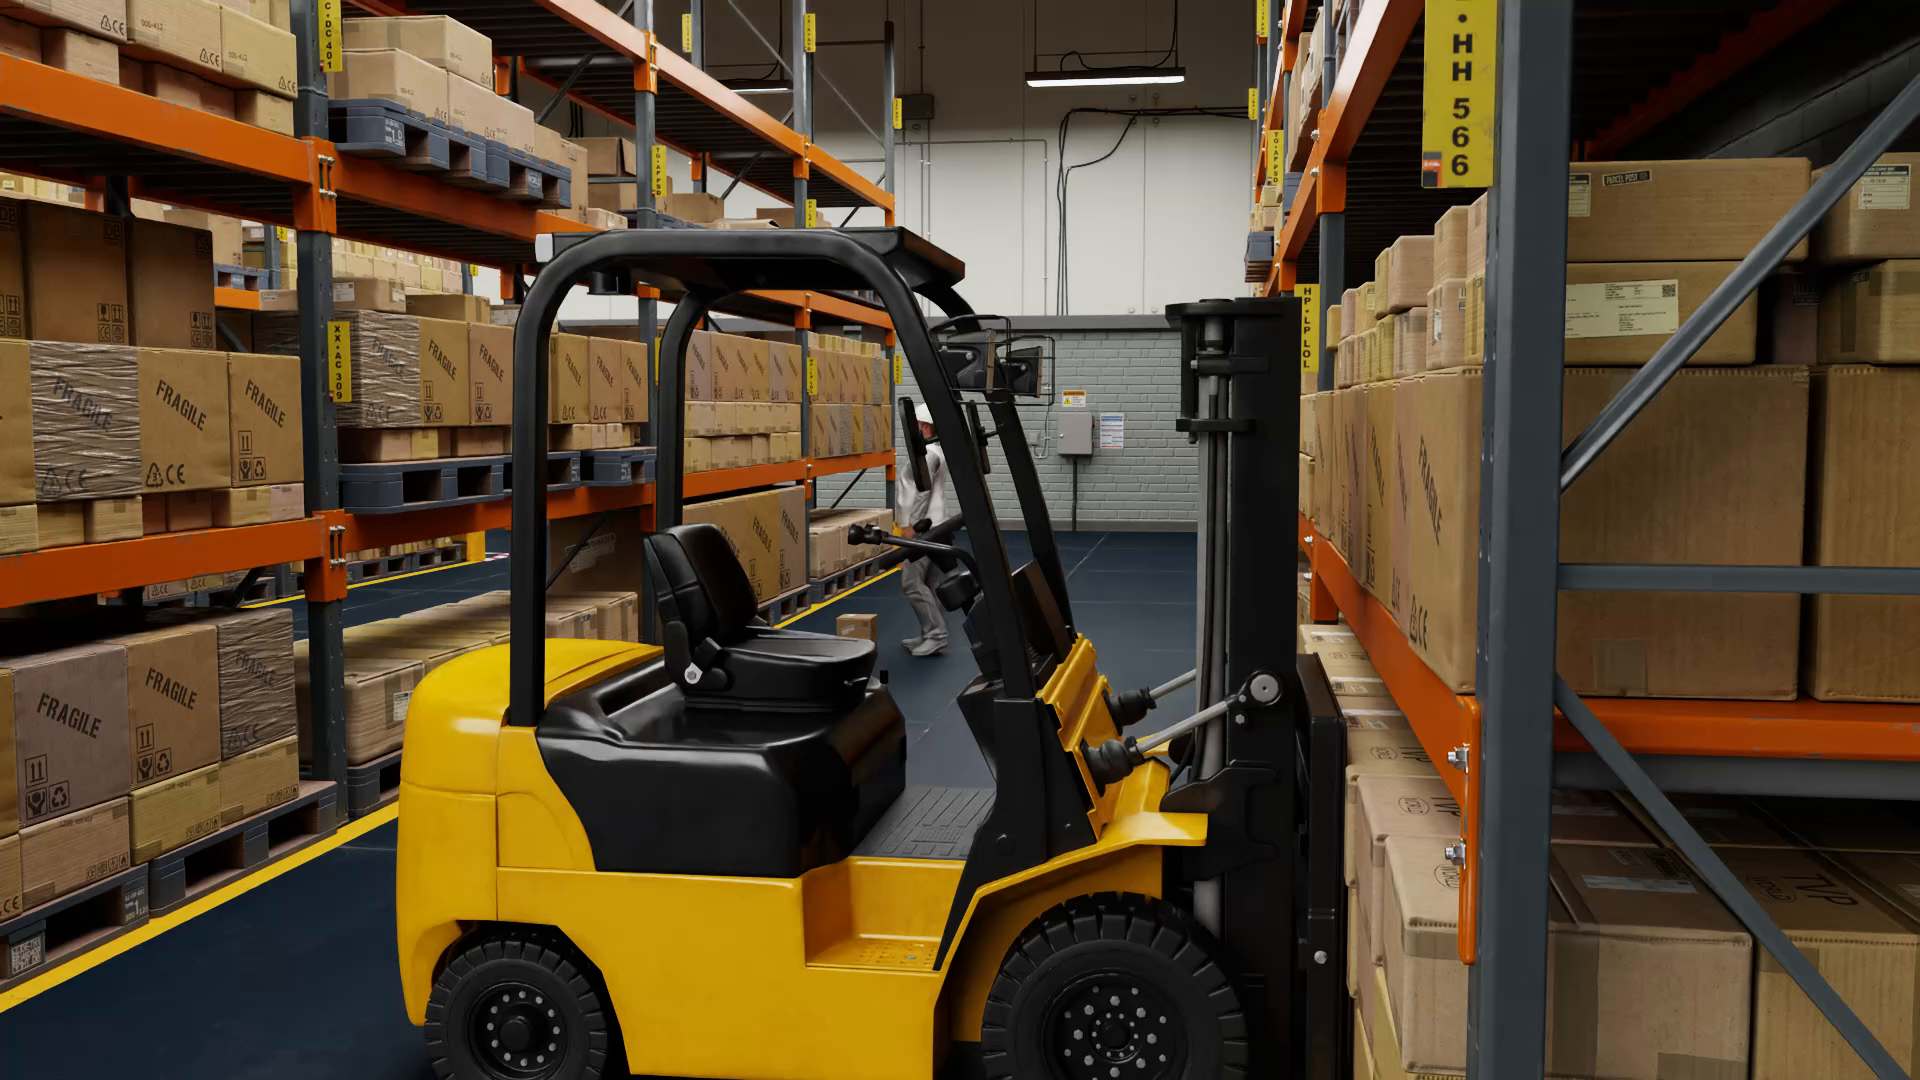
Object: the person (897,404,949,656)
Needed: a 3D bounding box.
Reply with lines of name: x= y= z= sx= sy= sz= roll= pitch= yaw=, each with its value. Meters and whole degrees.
person: x=-0.256 y=-0.084 z=11.914 sx=0.381 sy=1.781 sz=0.545 roll=1 pitch=4 yaw=9
